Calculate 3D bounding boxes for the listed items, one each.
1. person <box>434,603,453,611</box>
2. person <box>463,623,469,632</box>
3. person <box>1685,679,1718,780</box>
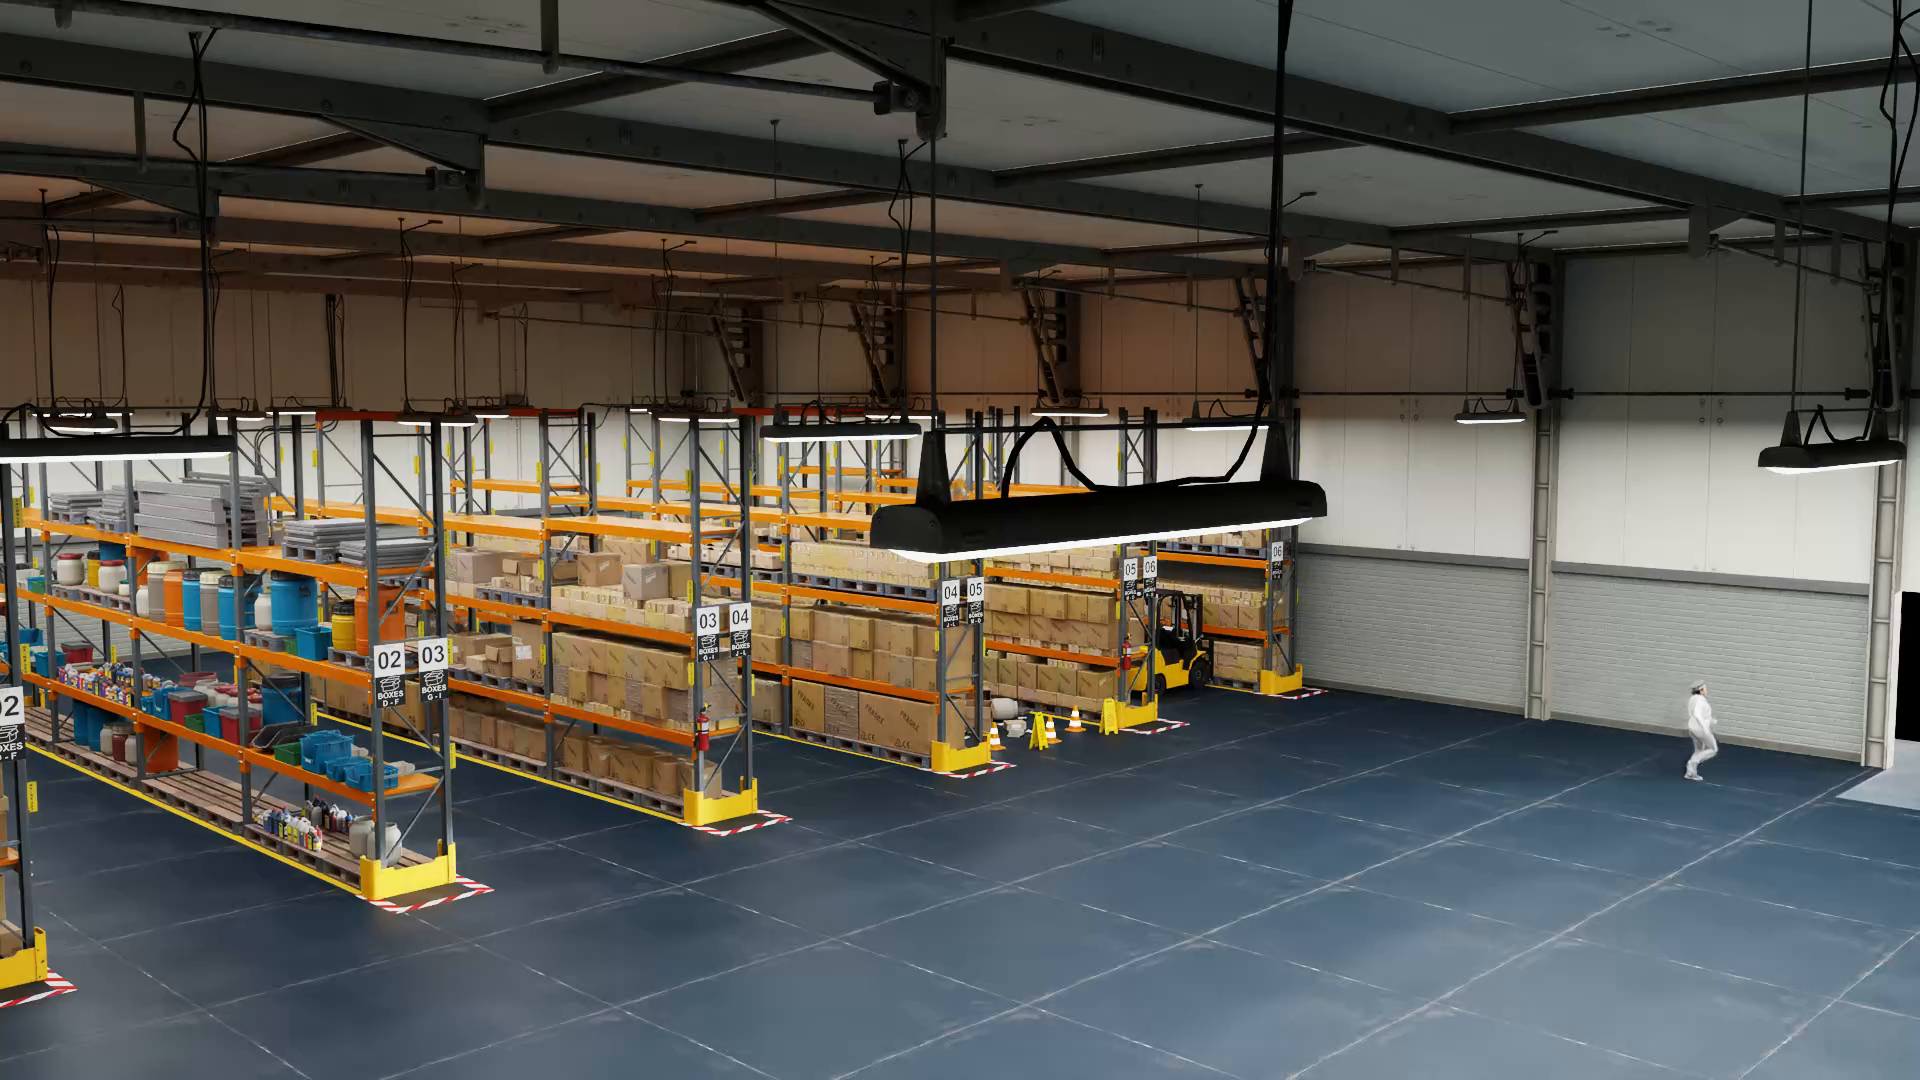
[{"bbox_3d":[-12.307,1.978,39.663,0.674,1.831,0.705,2,6,26],"label":"person"},{"bbox_3d":[-9.903,2.552,33.549,0.762,1.616,0.675,3,6,32],"label":"person"},{"bbox_3d":[12.136,3.100,27.172,0.535,1.659,0.605,0,5,-1],"label":"person"}]
